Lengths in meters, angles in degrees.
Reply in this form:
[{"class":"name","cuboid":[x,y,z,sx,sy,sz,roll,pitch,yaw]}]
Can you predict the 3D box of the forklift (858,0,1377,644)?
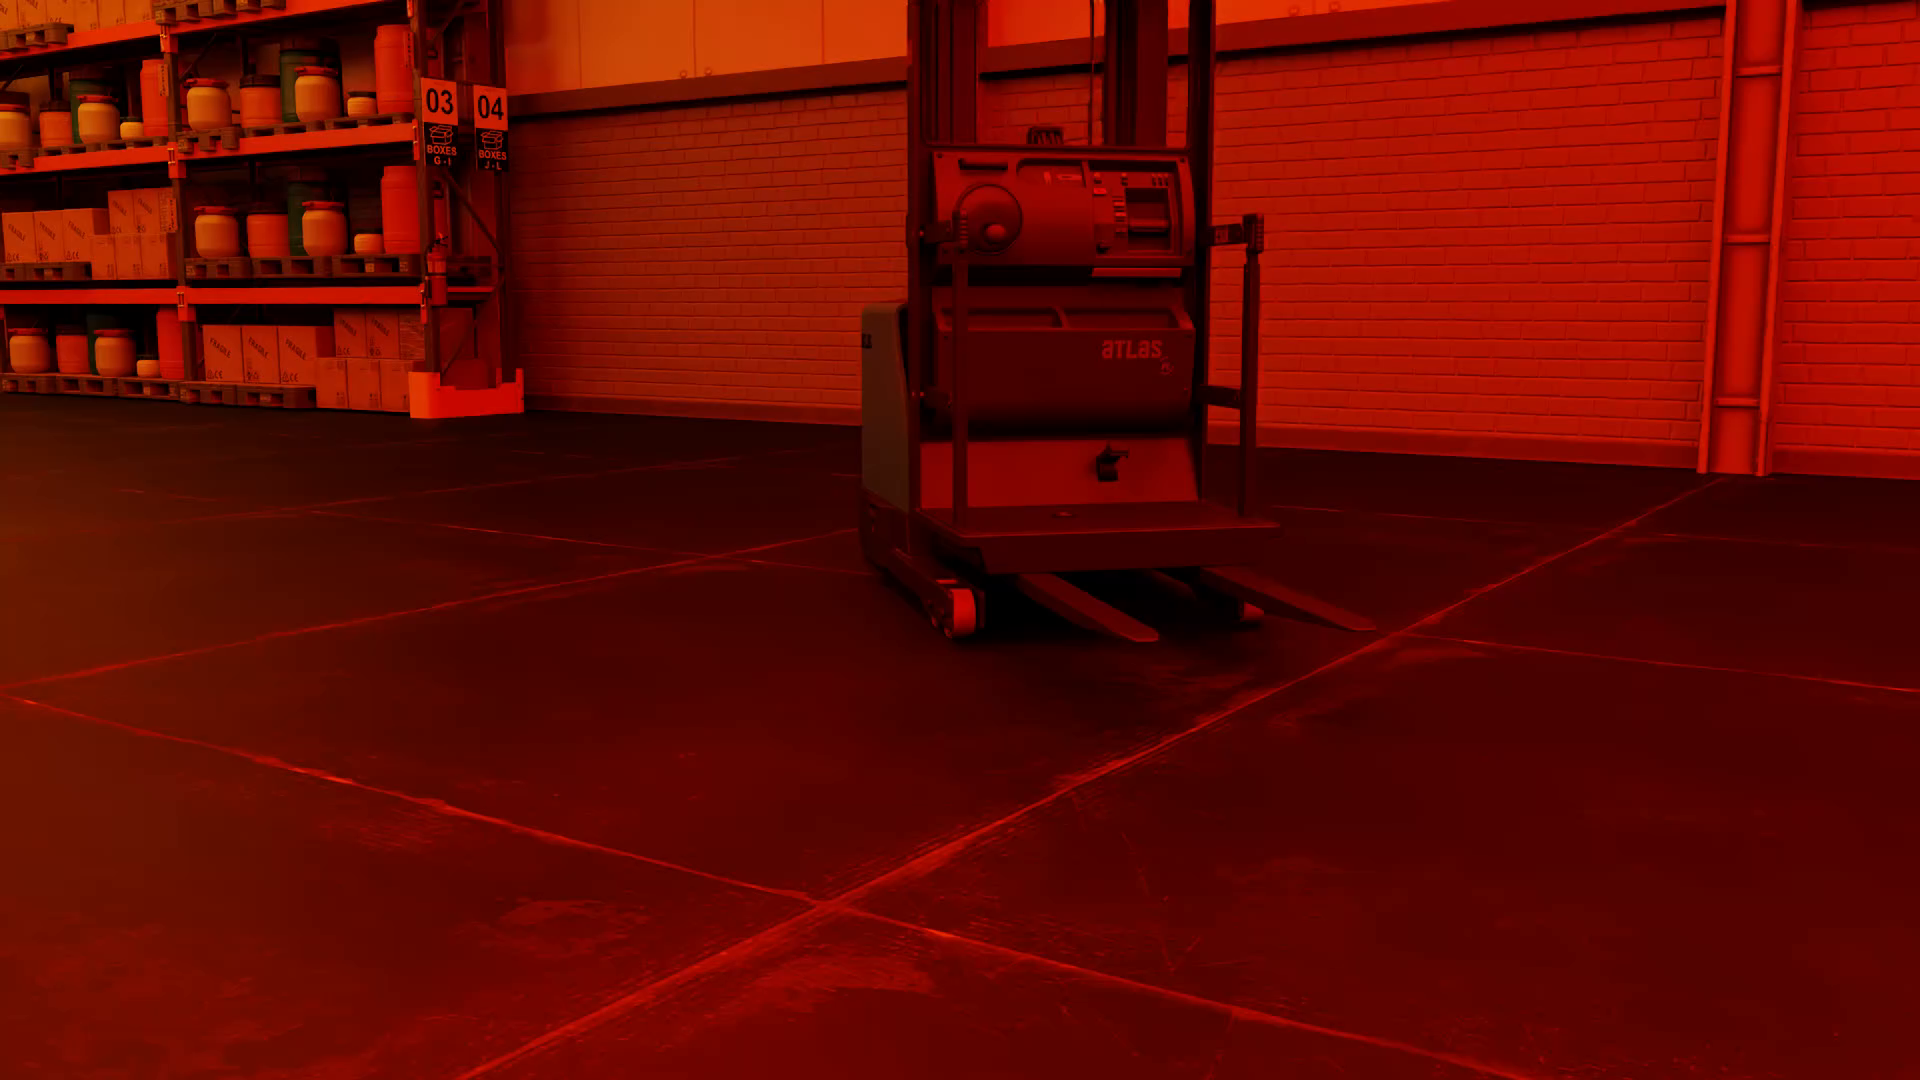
[{"class":"forklift","cuboid":[0.417,-1.192,5.573,1.130,2.935,3.031,-2,8,-13]}]
